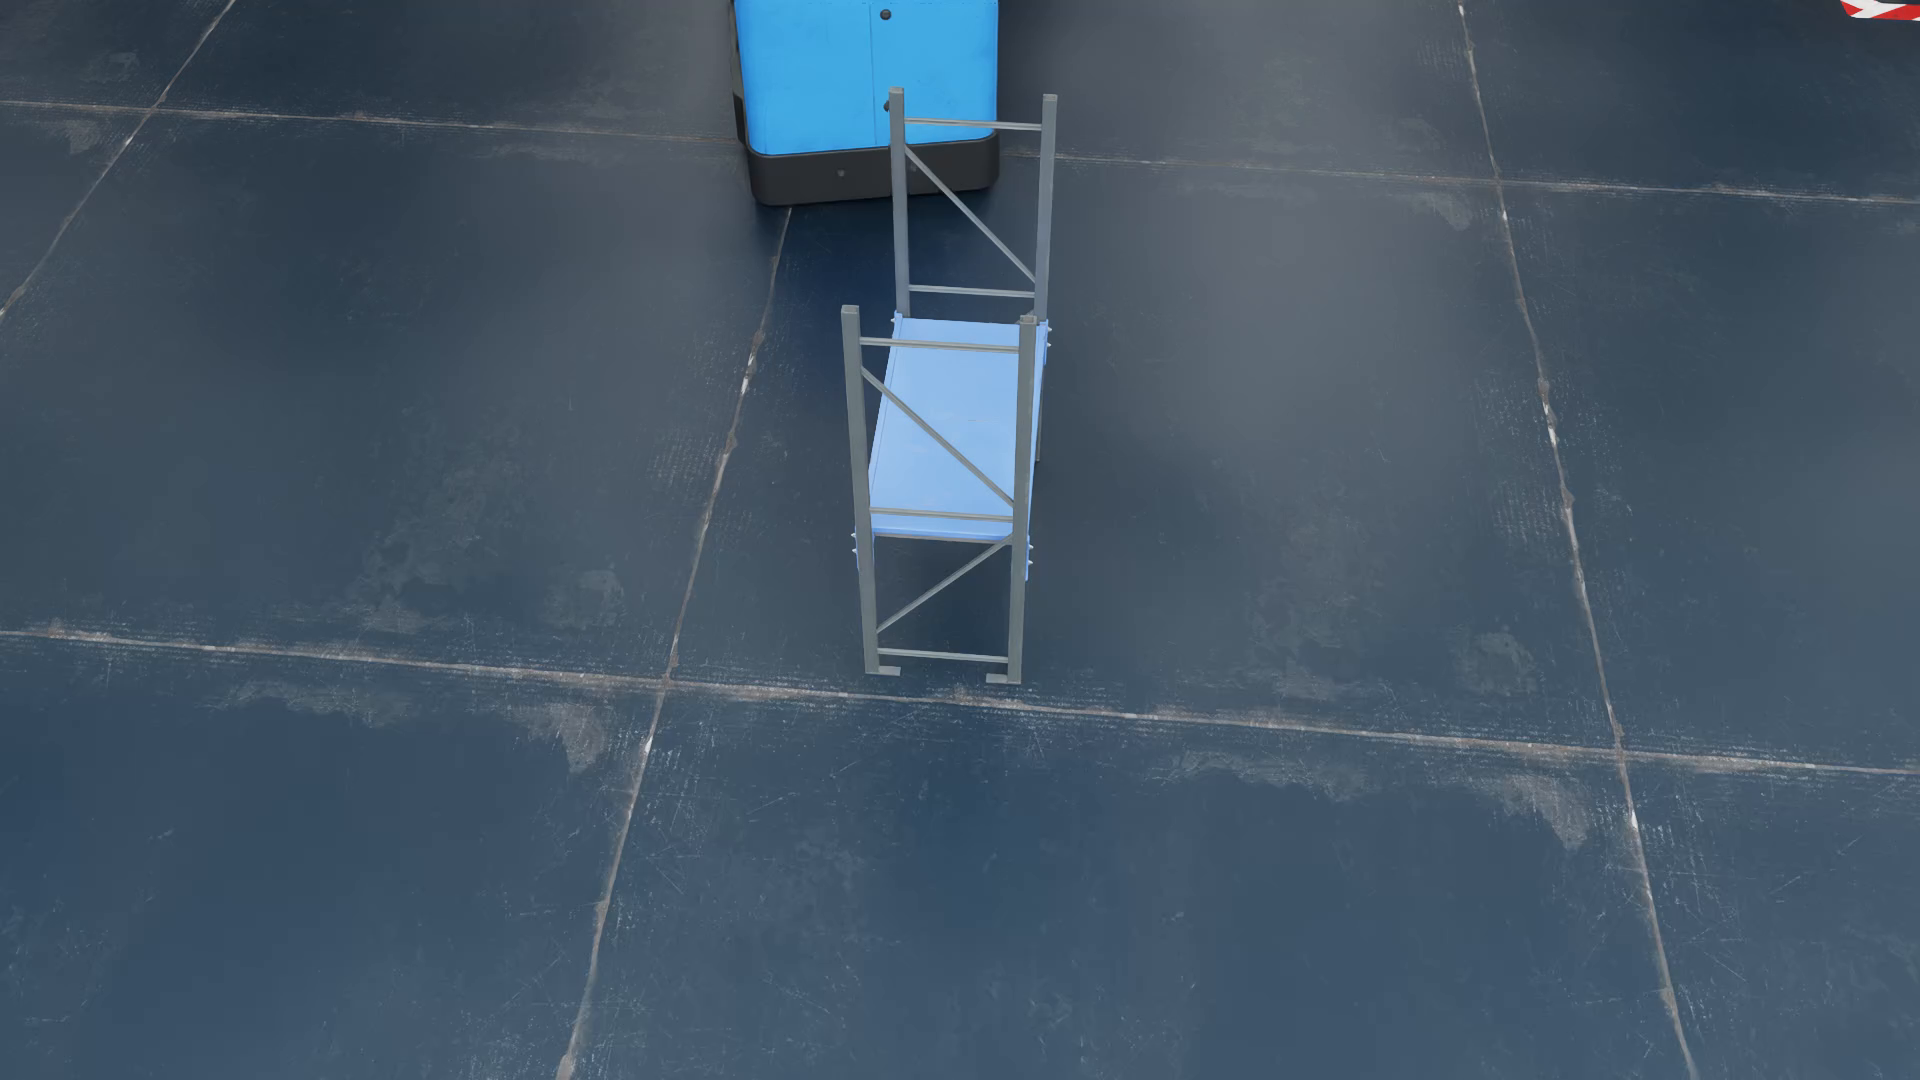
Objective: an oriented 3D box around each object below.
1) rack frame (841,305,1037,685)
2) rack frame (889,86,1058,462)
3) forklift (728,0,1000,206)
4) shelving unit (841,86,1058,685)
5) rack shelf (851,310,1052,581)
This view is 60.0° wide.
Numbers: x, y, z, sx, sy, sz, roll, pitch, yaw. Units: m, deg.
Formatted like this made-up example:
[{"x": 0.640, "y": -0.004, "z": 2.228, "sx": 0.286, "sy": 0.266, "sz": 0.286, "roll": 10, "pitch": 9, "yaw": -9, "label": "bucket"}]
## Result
[{"x": -0.054, "y": -0.070, "z": 4.798, "sx": 0.500, "sy": 1.500, "sz": 0.032, "roll": 4, "pitch": 48, "yaw": 4, "label": "rack frame"}, {"x": 0.039, "y": -0.817, "z": 5.481, "sx": 0.500, "sy": 1.500, "sz": 0.032, "roll": 4, "pitch": 48, "yaw": 4, "label": "rack frame"}, {"x": -0.544, "y": -3.482, "z": 6.949, "sx": 1.130, "sy": 2.935, "sz": 3.031, "roll": -6, "pitch": 48, "yaw": -5, "label": "forklift"}, {"x": -0.008, "y": -0.443, "z": 5.139, "sx": 0.538, "sy": 1.500, "sz": 1.048, "roll": 4, "pitch": 48, "yaw": 4, "label": "shelving unit"}, {"x": -0.008, "y": -0.322, "z": 5.272, "sx": 0.538, "sy": 0.185, "sz": 1.000, "roll": 4, "pitch": 48, "yaw": 4, "label": "rack shelf"}]
